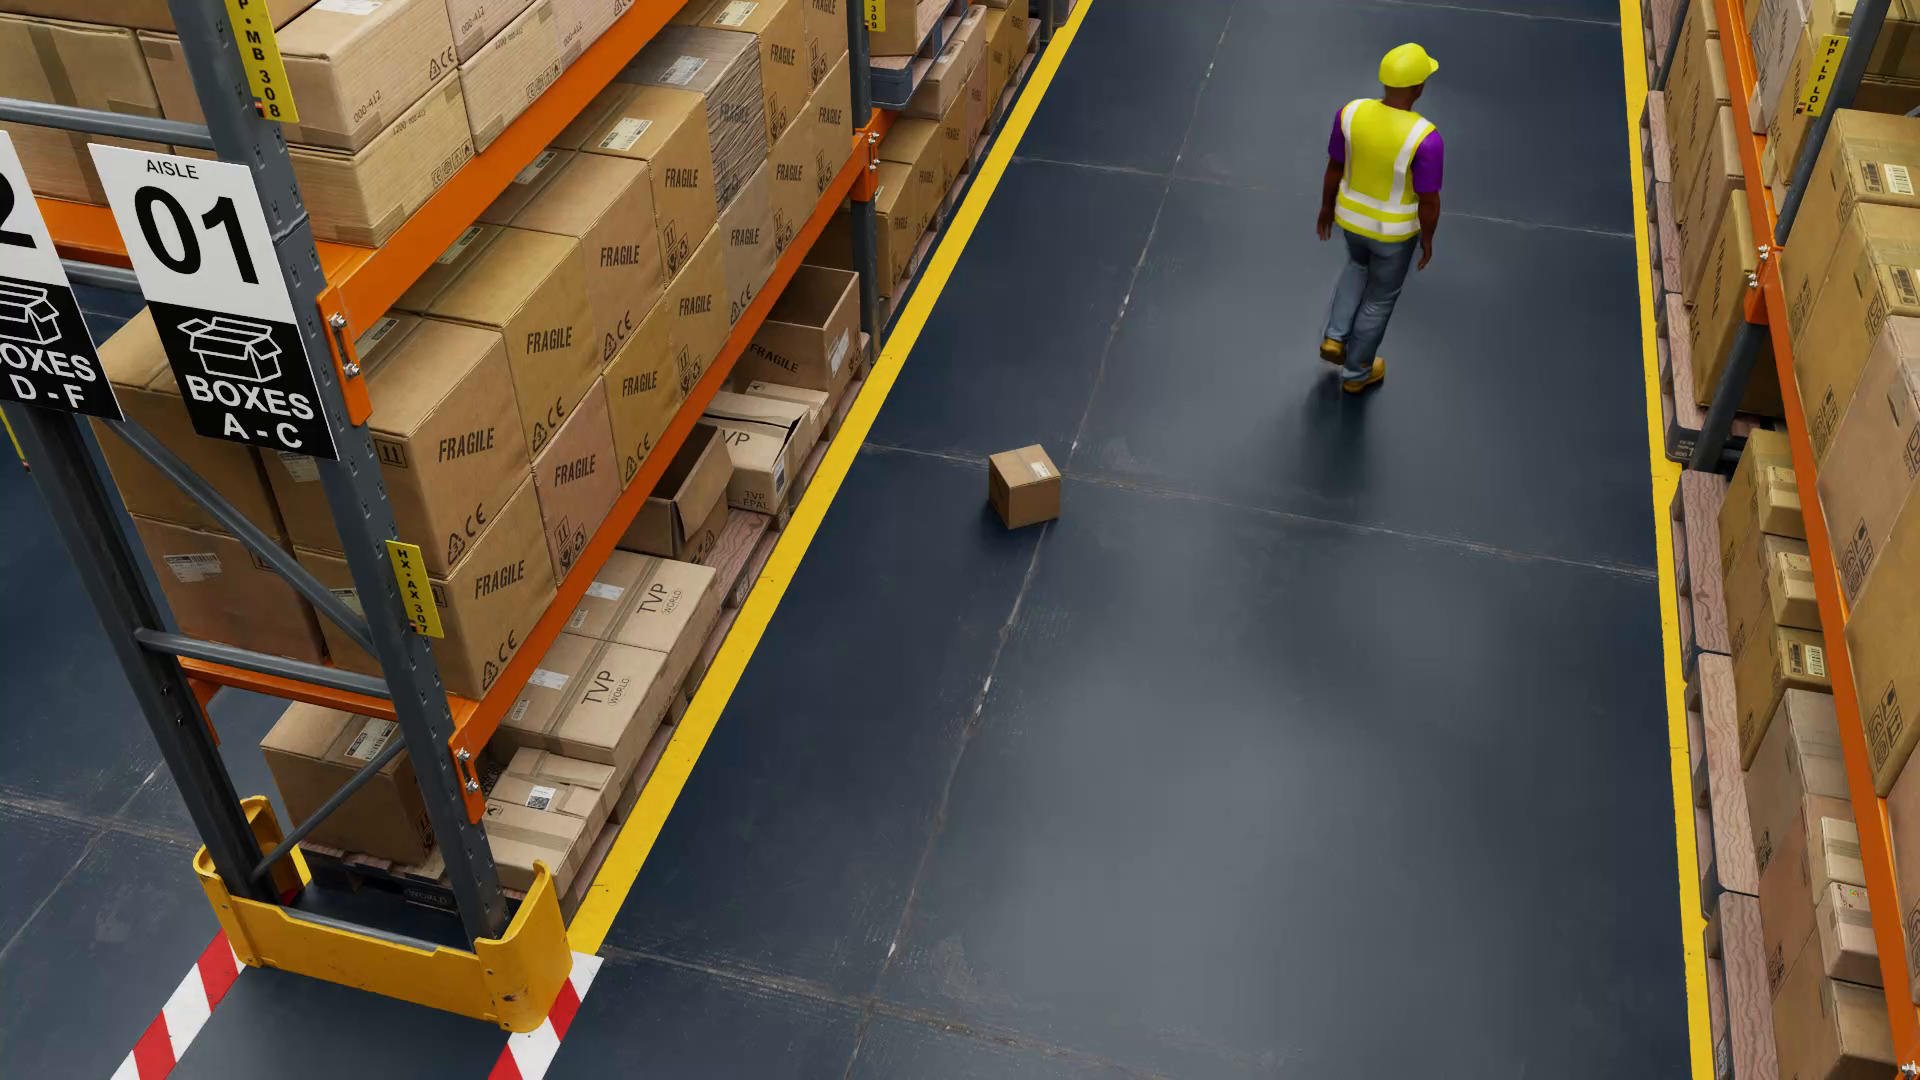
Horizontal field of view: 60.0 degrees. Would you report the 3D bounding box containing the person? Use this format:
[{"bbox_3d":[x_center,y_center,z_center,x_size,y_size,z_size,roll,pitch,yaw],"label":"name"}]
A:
[{"bbox_3d":[2.004,-1.515,7.858,0.592,1.764,0.454,33,51,32],"label":"person"}]
